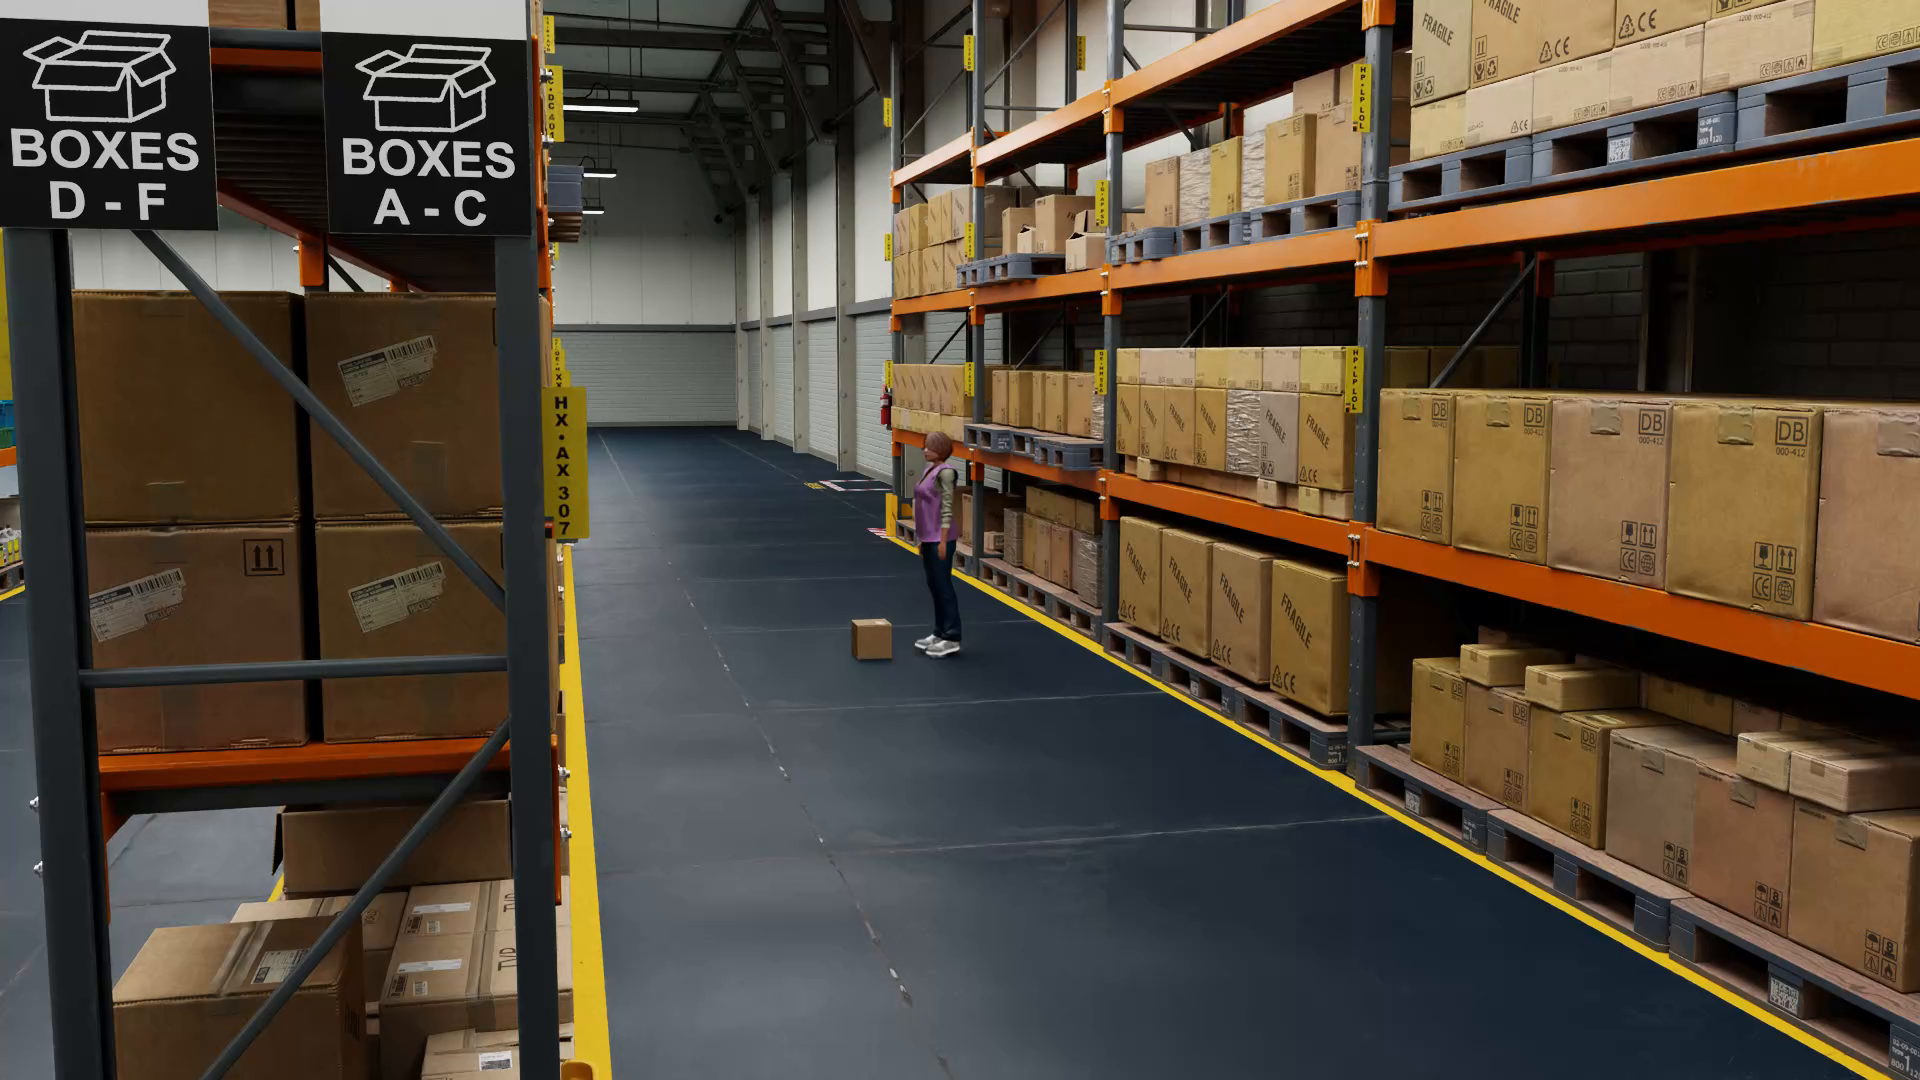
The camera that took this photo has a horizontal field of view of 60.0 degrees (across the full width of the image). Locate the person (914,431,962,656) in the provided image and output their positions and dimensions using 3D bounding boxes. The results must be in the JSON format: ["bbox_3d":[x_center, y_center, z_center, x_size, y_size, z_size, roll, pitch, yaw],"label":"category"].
[{"bbox_3d":[-0.159,0.016,12.037,0.312,1.610,0.415,-2,7,-19],"label":"person"}]
